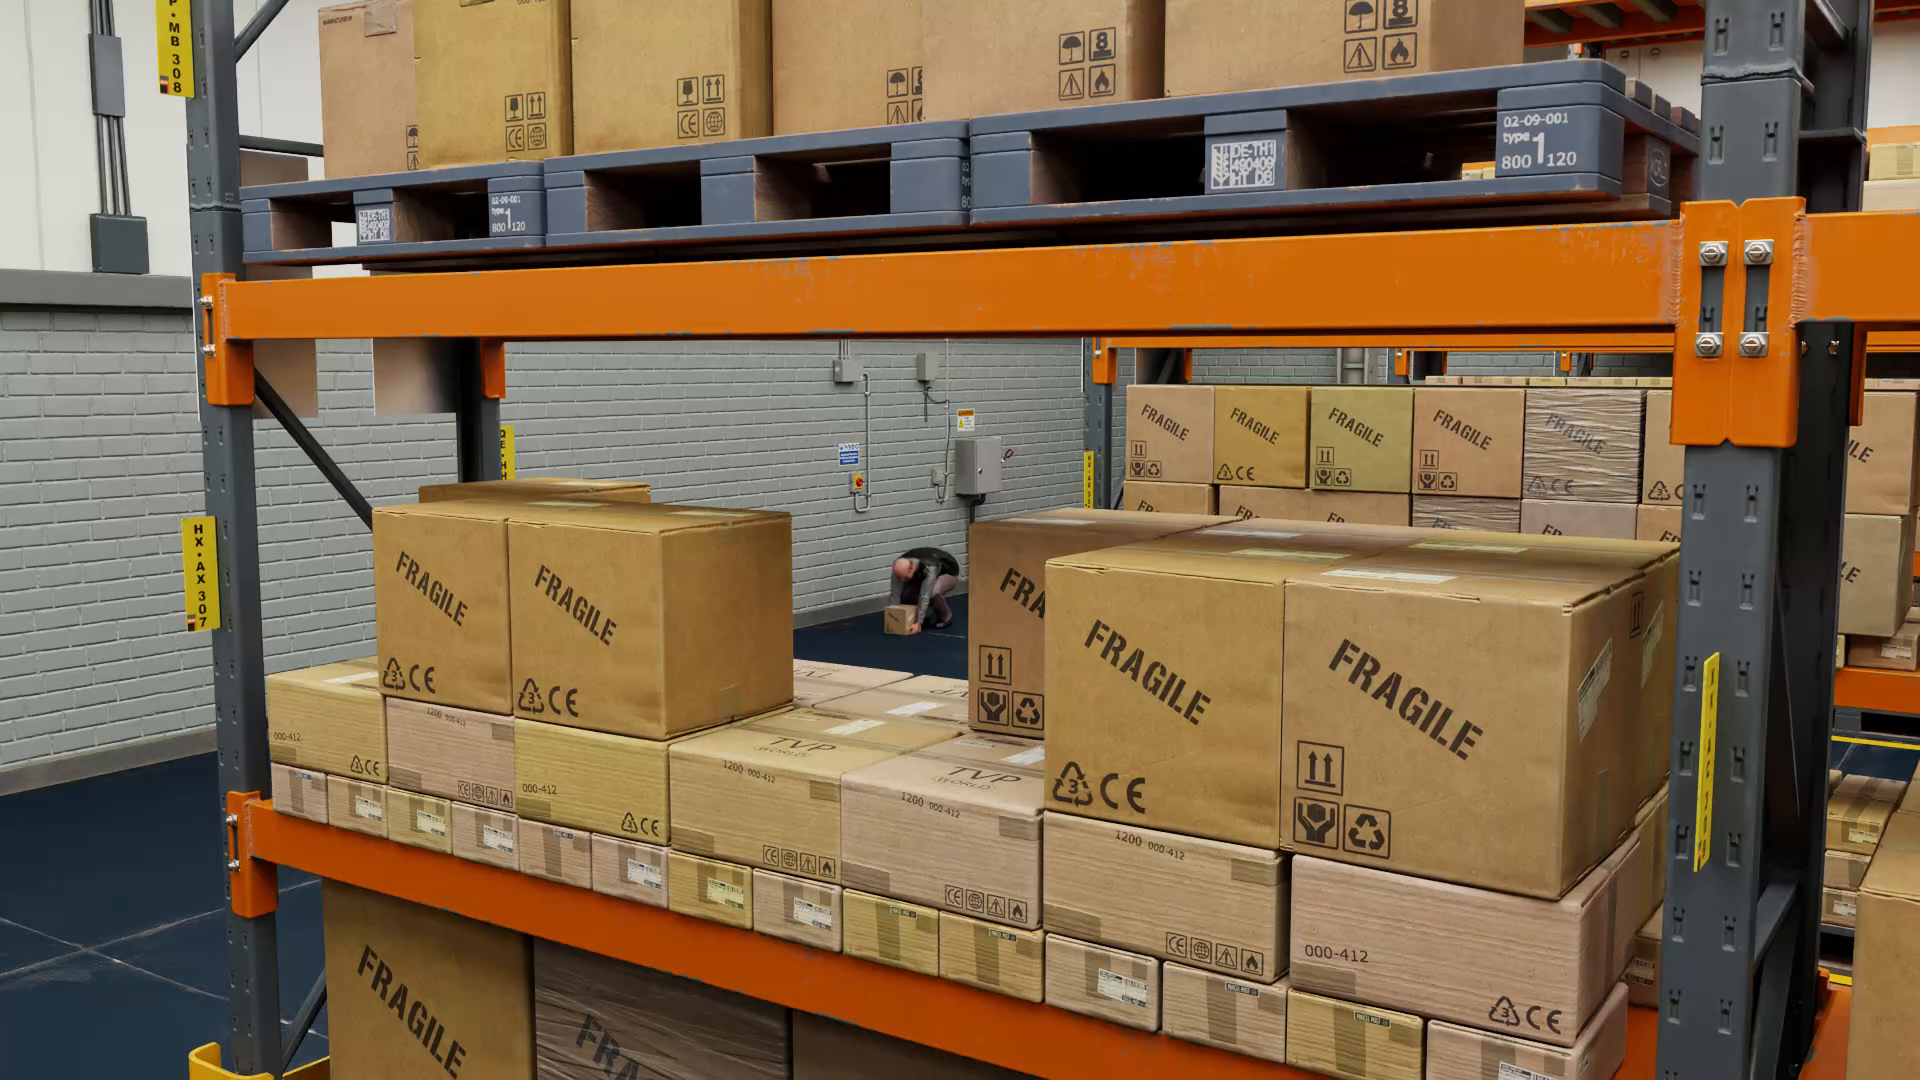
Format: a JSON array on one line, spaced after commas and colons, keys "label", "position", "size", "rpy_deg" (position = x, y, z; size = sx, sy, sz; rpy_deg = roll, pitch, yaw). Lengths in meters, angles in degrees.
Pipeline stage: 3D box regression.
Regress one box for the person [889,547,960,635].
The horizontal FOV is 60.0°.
[{"label": "person", "position": [-0.368, 0.474, 15.979], "size": [0.505, 0.795, 0.942], "rpy_deg": [4, 7, 32]}]
